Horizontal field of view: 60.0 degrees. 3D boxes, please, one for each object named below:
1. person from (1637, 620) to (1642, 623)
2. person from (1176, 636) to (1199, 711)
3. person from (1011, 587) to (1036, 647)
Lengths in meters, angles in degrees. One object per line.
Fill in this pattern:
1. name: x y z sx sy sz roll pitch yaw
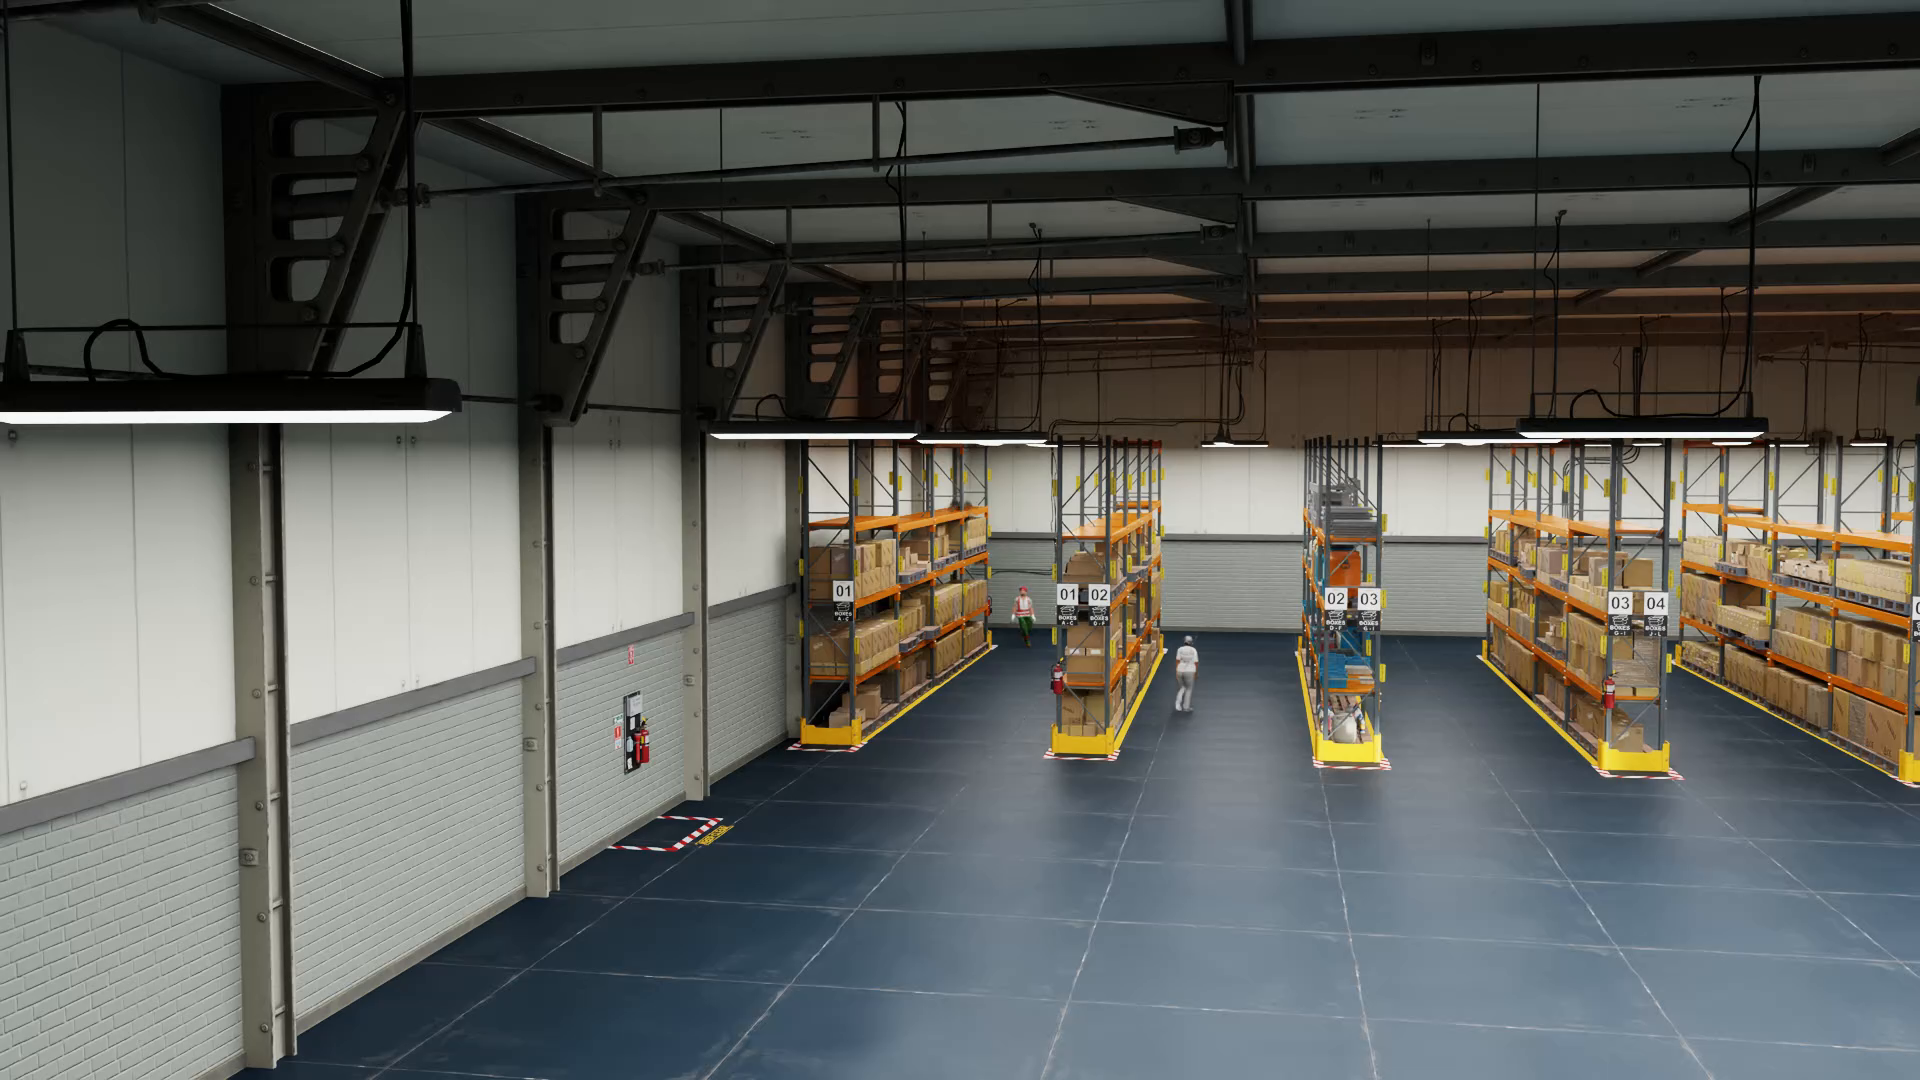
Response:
1. person: 16.681 2.608 41.249 0.512 1.794 0.578 -2 4 -29
2. person: 4.977 2.918 36.323 0.454 1.665 0.483 -3 4 -42
3. person: 1.796 2.229 48.276 0.684 1.743 0.683 -1 3 -20
